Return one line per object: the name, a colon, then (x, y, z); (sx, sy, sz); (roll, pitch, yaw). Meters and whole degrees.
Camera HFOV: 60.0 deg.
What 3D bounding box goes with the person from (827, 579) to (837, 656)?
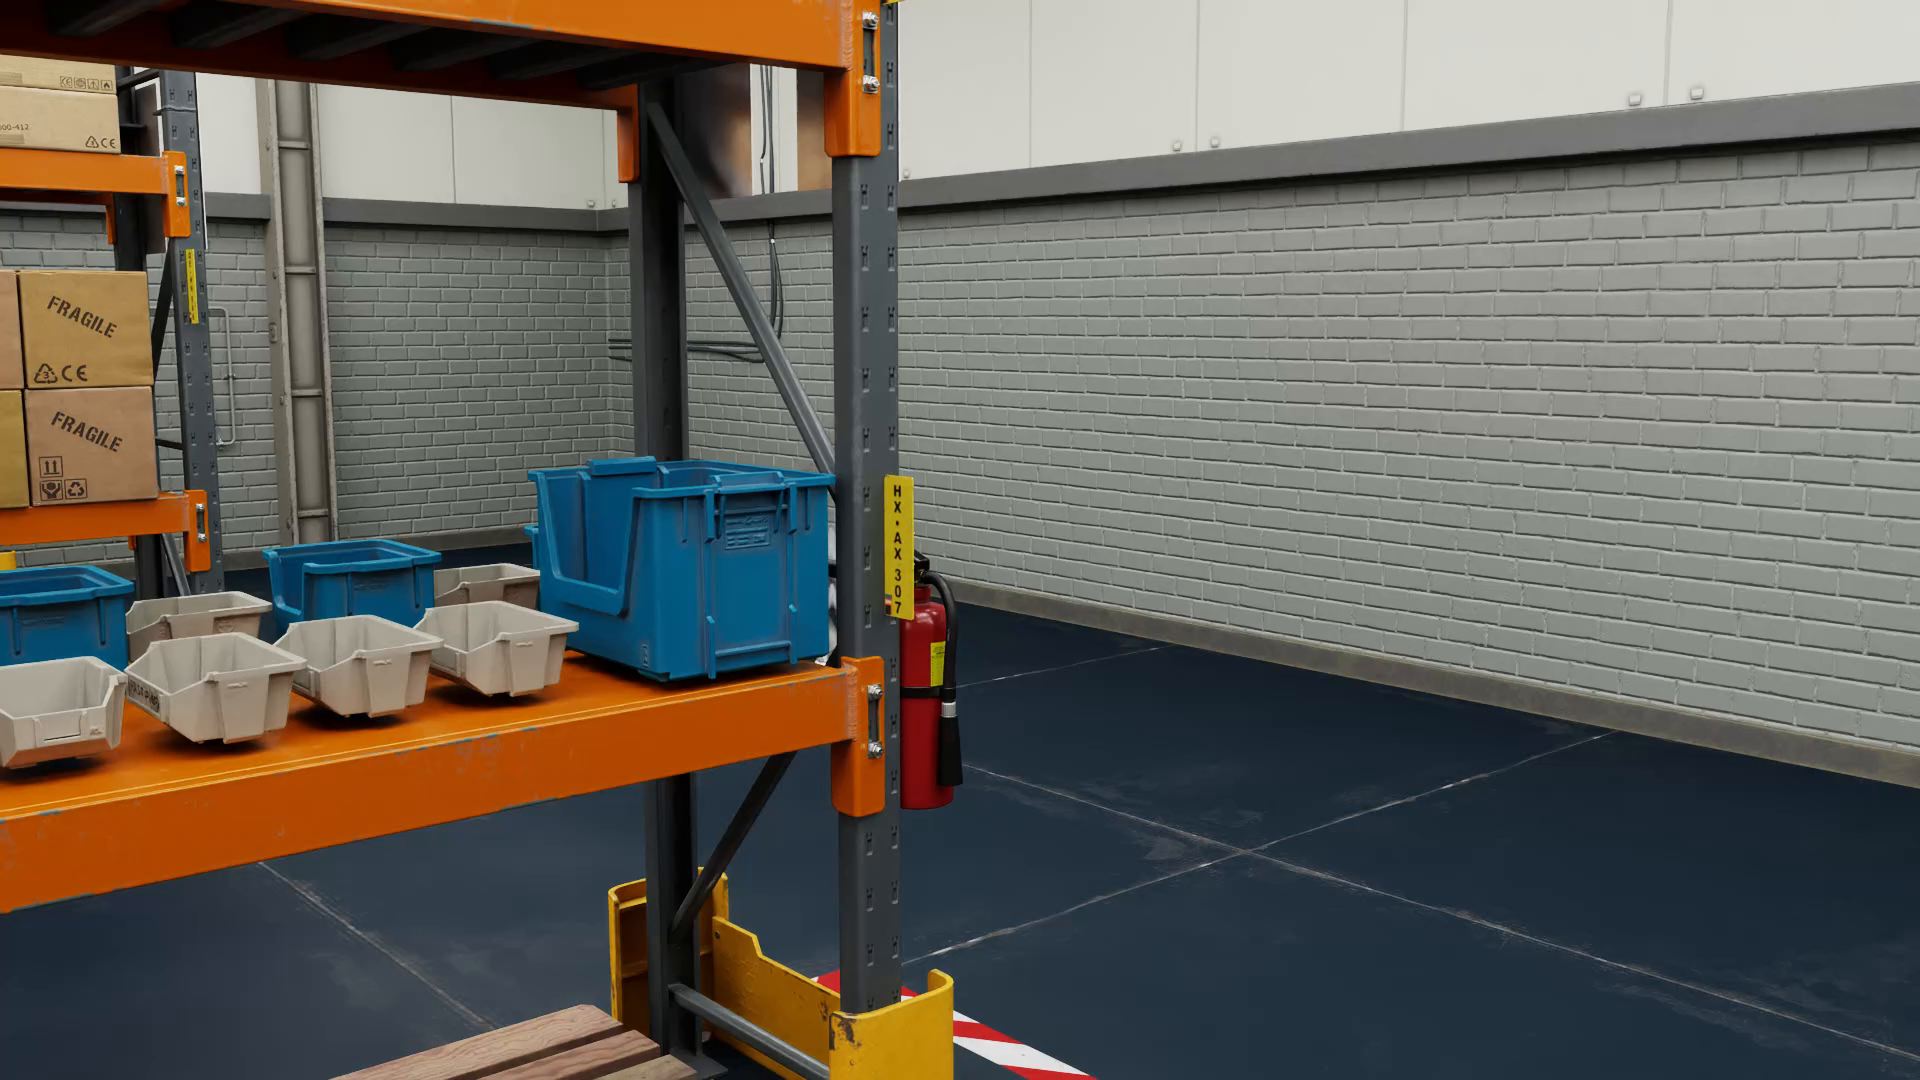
person: (-0.736, 0.321, 10.130); (0.418, 0.742, 0.704); (-7, 10, -42)
